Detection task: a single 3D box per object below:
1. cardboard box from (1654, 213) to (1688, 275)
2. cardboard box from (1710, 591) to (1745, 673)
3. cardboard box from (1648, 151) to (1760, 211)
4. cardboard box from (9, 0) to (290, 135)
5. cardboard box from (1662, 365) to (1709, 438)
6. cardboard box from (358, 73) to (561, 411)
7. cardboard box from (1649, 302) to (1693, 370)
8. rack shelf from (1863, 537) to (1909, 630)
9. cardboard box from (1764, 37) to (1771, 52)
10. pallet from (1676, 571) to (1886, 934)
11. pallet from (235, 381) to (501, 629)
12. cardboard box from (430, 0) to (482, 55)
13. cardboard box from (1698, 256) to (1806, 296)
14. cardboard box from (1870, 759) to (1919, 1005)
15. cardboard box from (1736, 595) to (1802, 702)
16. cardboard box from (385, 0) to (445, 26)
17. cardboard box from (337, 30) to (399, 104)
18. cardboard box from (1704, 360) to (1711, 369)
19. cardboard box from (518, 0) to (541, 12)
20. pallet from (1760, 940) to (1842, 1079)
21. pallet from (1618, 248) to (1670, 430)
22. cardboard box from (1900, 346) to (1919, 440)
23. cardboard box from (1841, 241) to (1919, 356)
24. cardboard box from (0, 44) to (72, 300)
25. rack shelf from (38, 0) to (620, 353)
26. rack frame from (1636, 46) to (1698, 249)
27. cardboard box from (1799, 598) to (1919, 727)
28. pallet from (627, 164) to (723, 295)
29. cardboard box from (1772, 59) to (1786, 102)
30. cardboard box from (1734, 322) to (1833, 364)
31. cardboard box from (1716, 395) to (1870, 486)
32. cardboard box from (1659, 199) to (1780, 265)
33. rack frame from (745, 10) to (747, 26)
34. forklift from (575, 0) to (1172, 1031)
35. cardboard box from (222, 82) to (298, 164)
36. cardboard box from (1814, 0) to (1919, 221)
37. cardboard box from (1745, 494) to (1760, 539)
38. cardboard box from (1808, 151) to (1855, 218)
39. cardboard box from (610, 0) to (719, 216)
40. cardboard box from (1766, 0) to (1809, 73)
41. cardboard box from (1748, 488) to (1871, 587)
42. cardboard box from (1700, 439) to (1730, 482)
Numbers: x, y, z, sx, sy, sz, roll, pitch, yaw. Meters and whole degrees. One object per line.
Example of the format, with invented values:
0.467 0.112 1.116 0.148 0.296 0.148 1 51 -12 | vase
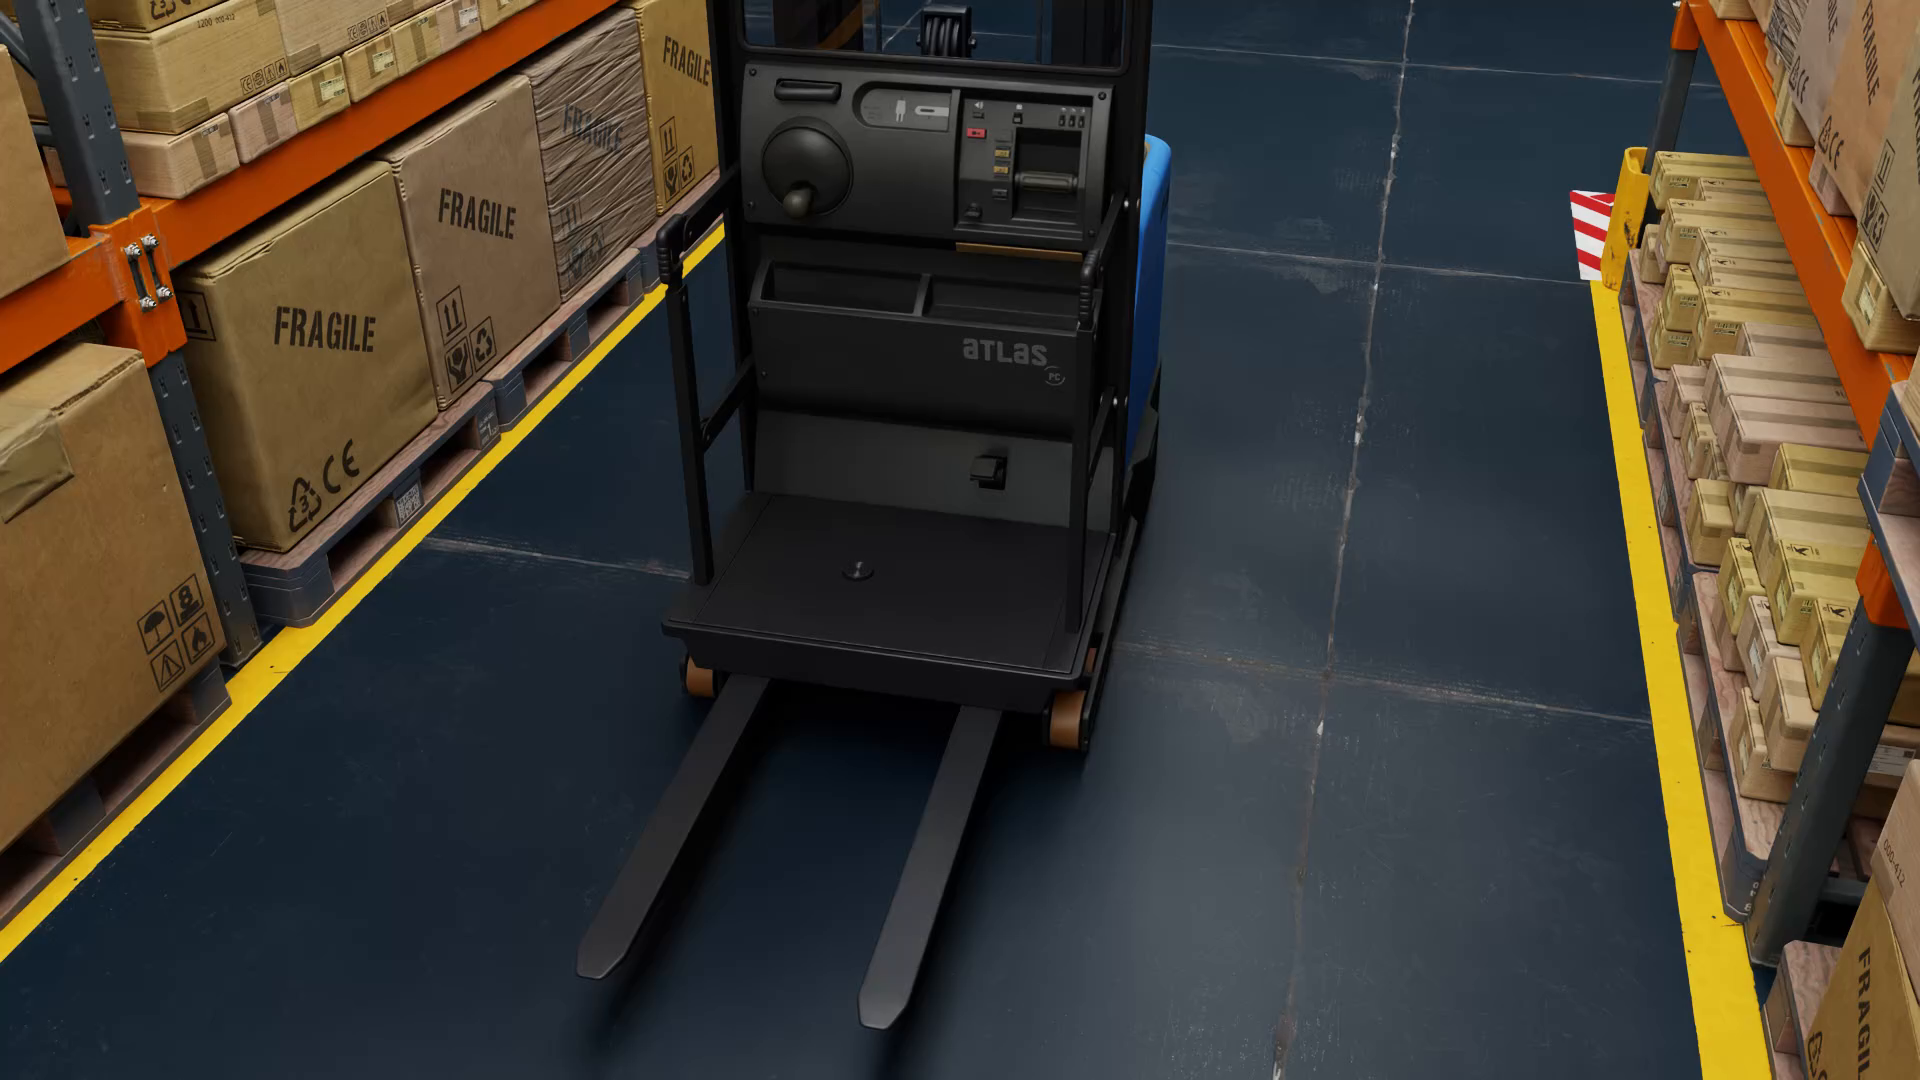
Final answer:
2.786 -1.075 6.133 0.380 0.149 0.250 8 33 12 | cardboard box
2.198 0.236 4.349 0.380 0.149 0.250 7 33 11 | cardboard box
2.830 -1.346 6.282 0.380 0.149 0.250 7 33 10 | cardboard box
-2.123 -1.269 4.312 0.500 0.250 0.500 7 33 11 | cardboard box
2.514 -0.435 5.404 0.380 0.149 0.250 6 33 10 | cardboard box
-2.022 -1.078 5.738 0.875 0.875 0.875 8 33 12 | cardboard box
2.634 -0.698 5.817 0.380 0.149 0.250 8 33 13 | cardboard box
1.769 1.071 1.440 1.077 0.370 4.000 8 33 12 | rack shelf
2.722 -1.556 5.136 0.380 0.149 0.250 8 33 12 | cardboard box
2.413 0.553 4.184 1.003 0.211 1.213 8 33 12 | pallet
-2.227 -0.205 5.376 1.003 0.211 1.213 8 33 12 | pallet
-1.770 -1.673 5.320 0.380 0.149 0.250 8 33 13 | cardboard box
2.626 -0.791 5.409 0.380 0.149 0.250 9 34 14 | cardboard box
1.833 0.638 2.690 0.500 0.250 0.500 7 33 10 | cardboard box
2.105 0.281 4.001 0.380 0.149 0.250 6 33 10 | cardboard box
-1.866 -1.796 5.141 0.500 0.250 0.500 9 33 14 | cardboard box
-1.901 -1.410 4.907 0.380 0.149 0.250 7 33 11 | cardboard box
2.664 -0.667 5.491 0.380 0.149 0.250 6 33 10 | cardboard box
-1.641 -1.945 5.748 0.380 0.149 0.250 9 33 13 | cardboard box
2.080 1.310 2.992 1.003 0.211 1.213 8 33 12 | pallet
3.032 -0.713 6.175 1.003 0.211 1.213 8 33 12 | pallet
1.731 -0.200 2.611 0.380 0.149 0.250 6 33 10 | cardboard box
2.082 -0.493 3.464 0.380 0.149 0.250 7 33 11 | cardboard box
-2.350 -0.761 3.557 0.500 0.500 0.500 8 33 13 | cardboard box
-1.988 -1.733 5.850 1.077 0.370 4.000 8 33 12 | rack shelf
3.291 -2.346 6.145 1.000 3.000 0.127 8 33 12 | rack frame
2.115 0.284 3.718 0.380 0.149 0.250 9 34 14 | cardboard box
-1.608 -1.472 7.368 1.003 0.211 1.213 8 33 12 | pallet
2.546 -1.300 4.734 0.380 0.149 0.250 9 34 14 | cardboard box
2.544 -0.517 4.978 0.380 0.149 0.250 8 33 12 | cardboard box
2.318 -0.261 4.576 0.380 0.149 0.250 6 33 10 | cardboard box
2.688 -1.073 5.853 0.380 0.149 0.250 8 33 12 | cardboard box
-1.481 -3.074 7.290 1.000 3.000 0.127 8 33 12 | rack frame
-0.138 -0.907 3.945 1.130 2.935 3.031 7 33 11 | forklift
-2.032 -1.137 4.476 0.380 0.149 0.250 7 33 11 | cardboard box
2.259 -0.997 3.652 0.500 0.500 0.500 7 33 11 | cardboard box
2.315 0.023 4.407 0.380 0.149 0.250 8 33 13 | cardboard box
2.337 -0.899 4.103 0.380 0.149 0.250 7 33 10 | cardboard box
-1.566 -2.012 7.207 0.875 0.875 0.875 8 33 12 | cardboard box
2.539 -1.520 4.474 0.500 0.500 0.500 7 33 11 | cardboard box
2.198 0.016 4.140 0.380 0.149 0.250 8 33 12 | cardboard box
2.440 -0.158 4.968 0.380 0.149 0.250 9 33 13 | cardboard box
